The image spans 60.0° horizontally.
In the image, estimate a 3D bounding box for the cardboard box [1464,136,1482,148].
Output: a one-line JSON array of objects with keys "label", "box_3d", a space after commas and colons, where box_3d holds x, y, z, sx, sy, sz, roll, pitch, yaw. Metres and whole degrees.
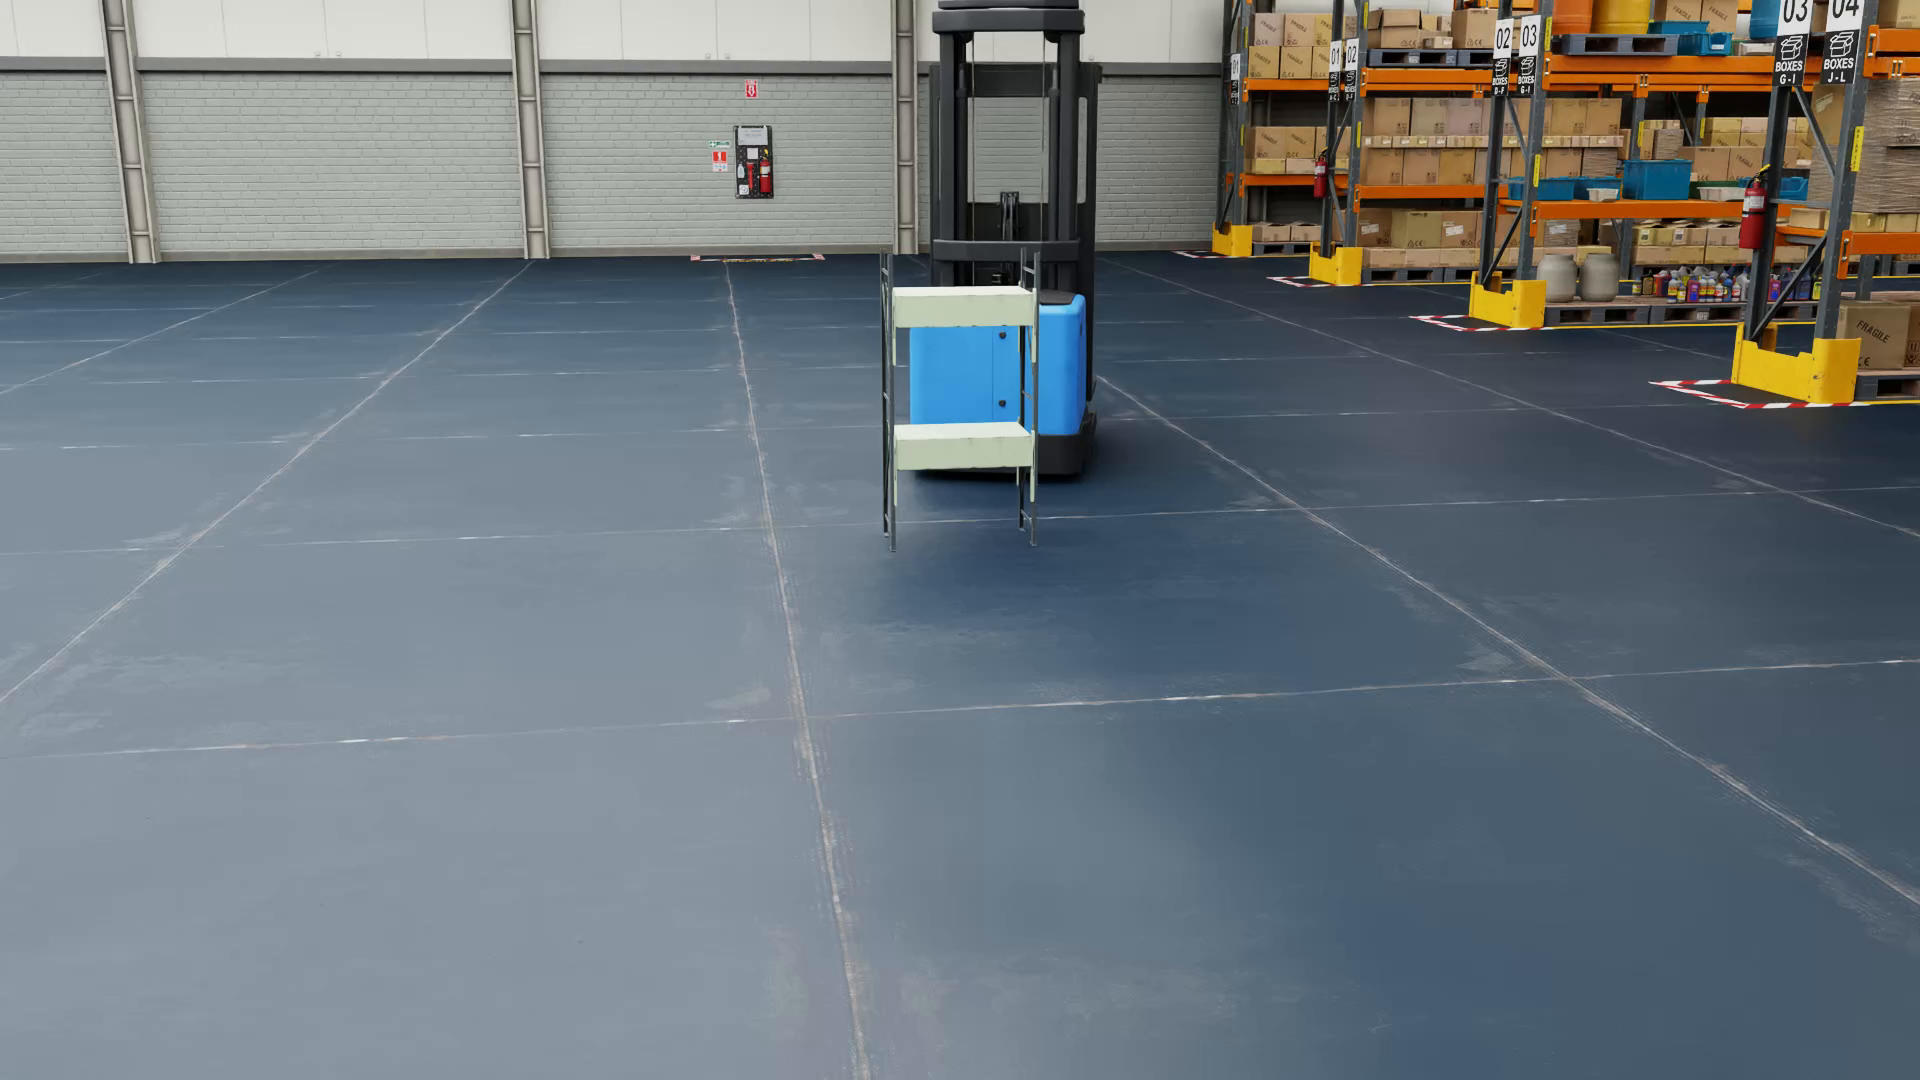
[{"label": "cardboard box", "box_3d": [6.895, -5.412, 22.598, 0.250, 0.149, 0.380, -2, 14, -9]}]

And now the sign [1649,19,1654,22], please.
[{"label": "sign", "box_3d": [9.241, -6.795, 22.260, 0.005, 0.325, 0.100, -2, 14, -8]}]

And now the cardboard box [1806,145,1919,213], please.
[{"label": "cardboard box", "box_3d": [7.222, -2.863, 13.154, 0.500, 0.500, 0.875, -2, 14, -8]}]

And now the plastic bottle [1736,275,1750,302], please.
[{"label": "plastic bottle", "box_3d": [8.627, -2.769, 18.292, 0.135, 0.276, 0.152, -2, 14, -7]}]

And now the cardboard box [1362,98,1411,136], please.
[{"label": "cardboard box", "box_3d": [5.717, -5.733, 22.544, 0.500, 0.500, 0.700, -2, 14, -8]}]

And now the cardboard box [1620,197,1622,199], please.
[{"label": "cardboard box", "box_3d": [11.093, -5.842, 28.541, 0.500, 0.250, 0.500, -2, 14, -7]}]

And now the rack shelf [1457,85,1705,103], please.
[{"label": "rack shelf", "box_3d": [10.393, -7.555, 27.991, 4.000, 0.370, 1.077, -2, 14, -8]}]

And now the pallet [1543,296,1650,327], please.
[{"label": "pallet", "box_3d": [6.808, -2.538, 18.407, 1.213, 0.211, 1.003, -2, 14, -8]}]

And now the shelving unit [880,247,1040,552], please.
[{"label": "shelving unit", "box_3d": [-0.007, -0.727, 8.538, 0.755, 1.500, 0.431, -2, 14, -8]}]

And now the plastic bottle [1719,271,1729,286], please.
[{"label": "plastic bottle", "box_3d": [8.705, -2.932, 18.953, 0.097, 0.271, 0.097, 0, 14, 0]}]

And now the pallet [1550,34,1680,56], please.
[{"label": "pallet", "box_3d": [6.768, -5.218, 17.583, 1.213, 0.211, 1.003, -2, 14, -8]}]

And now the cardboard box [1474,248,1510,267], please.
[{"label": "cardboard box", "box_3d": [7.248, -3.930, 23.014, 0.500, 0.250, 0.500, -2, 14, -8]}]

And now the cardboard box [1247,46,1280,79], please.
[{"label": "cardboard box", "box_3d": [4.828, -7.696, 26.831, 0.500, 0.500, 0.500, -2, 14, -7]}]

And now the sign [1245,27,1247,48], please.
[{"label": "sign", "box_3d": [4.541, -7.980, 26.410, 0.005, 0.325, 0.100, -2, 14, -8]}]

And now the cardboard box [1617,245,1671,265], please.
[{"label": "cardboard box", "box_3d": [9.593, -4.010, 23.333, 0.500, 0.250, 0.500, -2, 14, -10]}]

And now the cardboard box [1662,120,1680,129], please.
[{"label": "cardboard box", "box_3d": [12.034, -7.078, 28.335, 0.250, 0.149, 0.380, -4, 15, -16]}]

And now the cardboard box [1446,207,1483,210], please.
[{"label": "cardboard box", "box_3d": [7.169, -4.422, 23.436, 0.500, 0.500, 0.500, -2, 14, -8]}]

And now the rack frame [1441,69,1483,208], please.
[{"label": "rack frame", "box_3d": [8.415, -6.376, 27.980, 0.127, 3.000, 1.000, -2, 14, -8]}]

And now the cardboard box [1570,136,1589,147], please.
[{"label": "cardboard box", "box_3d": [8.416, -5.468, 22.819, 0.250, 0.149, 0.380, -3, 14, -10]}]

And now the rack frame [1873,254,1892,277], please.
[{"label": "rack frame", "box_3d": [13.112, -5.330, 23.807, 0.127, 3.000, 1.000, -2, 14, -8]}]

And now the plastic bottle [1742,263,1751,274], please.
[{"label": "plastic bottle", "box_3d": [9.031, -2.992, 19.028, 0.185, 0.351, 0.144, -2, 14, -7]}]

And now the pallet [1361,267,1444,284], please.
[{"label": "pallet", "box_3d": [5.951, -3.725, 23.141, 1.213, 0.211, 1.003, -2, 14, -8]}]

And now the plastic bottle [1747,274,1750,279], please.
[{"label": "plastic bottle", "box_3d": [8.747, -2.801, 18.405, 0.133, 0.283, 0.061, -2, 14, -8]}]

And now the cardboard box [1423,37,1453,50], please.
[{"label": "cardboard box", "box_3d": [6.391, -6.645, 22.250, 0.250, 0.149, 0.380, -2, 14, -8]}]

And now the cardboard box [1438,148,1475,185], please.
[{"label": "cardboard box", "box_3d": [6.675, -5.139, 22.841, 0.500, 0.500, 0.700, -2, 14, -8]}]

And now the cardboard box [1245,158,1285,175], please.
[{"label": "cardboard box", "box_3d": [4.990, -6.109, 27.184, 0.500, 0.250, 0.500, -3, 14, -10]}]

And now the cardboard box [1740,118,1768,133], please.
[{"label": "cardboard box", "box_3d": [13.389, -7.061, 28.313, 0.500, 0.250, 0.500, -2, 14, -9]}]

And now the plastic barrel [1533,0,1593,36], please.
[{"label": "plastic barrel", "box_3d": [6.397, -5.763, 17.623, 0.708, 0.830, 0.600, -2, 14, -8]}]

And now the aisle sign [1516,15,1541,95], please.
[{"label": "aisle sign", "box_3d": [5.908, -5.036, 17.292, 0.004, 0.787, 0.394, -2, 14, -8]}]

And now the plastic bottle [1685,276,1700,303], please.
[{"label": "plastic bottle", "box_3d": [8.002, -2.739, 18.155, 0.133, 0.283, 0.061, -2, 14, -7]}]

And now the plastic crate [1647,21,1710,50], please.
[{"label": "plastic crate", "box_3d": [7.777, -5.437, 18.101, 0.575, 0.384, 0.392, -2, 14, -8]}]

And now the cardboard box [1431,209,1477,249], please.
[{"label": "cardboard box", "box_3d": [6.752, -4.279, 22.866, 0.500, 0.500, 0.500, -2, 14, -8]}]

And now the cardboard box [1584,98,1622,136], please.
[{"label": "cardboard box", "box_3d": [8.719, -5.845, 22.989, 0.500, 0.500, 0.700, -2, 14, -8]}]

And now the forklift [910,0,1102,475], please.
[{"label": "forklift", "box_3d": [0.374, -2.123, 11.160, 1.130, 2.935, 3.031, 2, 14, 7]}]

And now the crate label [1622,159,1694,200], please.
[{"label": "crate label", "box_3d": [7.715, -3.997, 18.421, 0.616, 0.435, 0.502, -2, 14, -8]}]

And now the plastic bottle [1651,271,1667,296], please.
[{"label": "plastic bottle", "box_3d": [7.940, -2.915, 18.873, 0.135, 0.276, 0.152, -2, 14, -8]}]

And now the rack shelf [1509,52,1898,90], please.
[{"label": "rack shelf", "box_3d": [7.913, -5.027, 17.911, 4.000, 0.370, 1.077, -2, 14, -8]}]

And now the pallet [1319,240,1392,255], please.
[{"label": "pallet", "box_3d": [6.547, -4.946, 28.009, 1.213, 0.211, 1.003, -2, 14, -8]}]

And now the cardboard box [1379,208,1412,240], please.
[{"label": "cardboard box", "box_3d": [7.395, -5.330, 28.042, 0.500, 0.500, 0.500, -3, 14, -13]}]

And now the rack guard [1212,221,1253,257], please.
[{"label": "rack guard", "box_3d": [4.535, -5.021, 27.717, 0.348, 0.500, 1.175, -2, 14, -8]}]

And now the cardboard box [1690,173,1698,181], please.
[{"label": "cardboard box", "box_3d": [10.064, -5.046, 23.192, 0.250, 0.149, 0.380, -2, 14, -8]}]

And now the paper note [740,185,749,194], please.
[{"label": "paper note", "box_3d": [-3.545, -5.750, 27.293, 0.142, 0.148, 0.016, -2, 14, -8]}]

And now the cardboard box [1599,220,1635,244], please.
[{"label": "cardboard box", "box_3d": [9.515, -4.410, 23.778, 0.500, 0.311, 0.500, -2, 14, -8]}]

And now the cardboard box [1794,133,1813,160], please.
[{"label": "cardboard box", "box_3d": [14.413, -6.735, 28.552, 0.500, 0.500, 0.500, -2, 14, -7]}]

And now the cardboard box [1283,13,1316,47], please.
[{"label": "cardboard box", "box_3d": [5.380, -8.191, 26.747, 0.500, 0.500, 0.500, -2, 14, -9]}]

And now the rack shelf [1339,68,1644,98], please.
[{"label": "rack shelf", "box_3d": [7.179, -6.218, 22.663, 4.000, 0.370, 1.077, -2, 14, -8]}]

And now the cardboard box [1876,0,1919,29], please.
[{"label": "cardboard box", "box_3d": [7.188, -3.994, 12.624, 0.500, 0.250, 0.500, -2, 14, -7]}]

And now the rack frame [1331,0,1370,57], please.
[{"label": "rack frame", "box_3d": [5.201, -7.950, 21.921, 0.127, 3.000, 1.000, -2, 14, -8]}]

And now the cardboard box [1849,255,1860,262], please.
[{"label": "cardboard box", "box_3d": [12.628, -4.122, 23.780, 0.500, 0.250, 0.500, -2, 14, -7]}]
